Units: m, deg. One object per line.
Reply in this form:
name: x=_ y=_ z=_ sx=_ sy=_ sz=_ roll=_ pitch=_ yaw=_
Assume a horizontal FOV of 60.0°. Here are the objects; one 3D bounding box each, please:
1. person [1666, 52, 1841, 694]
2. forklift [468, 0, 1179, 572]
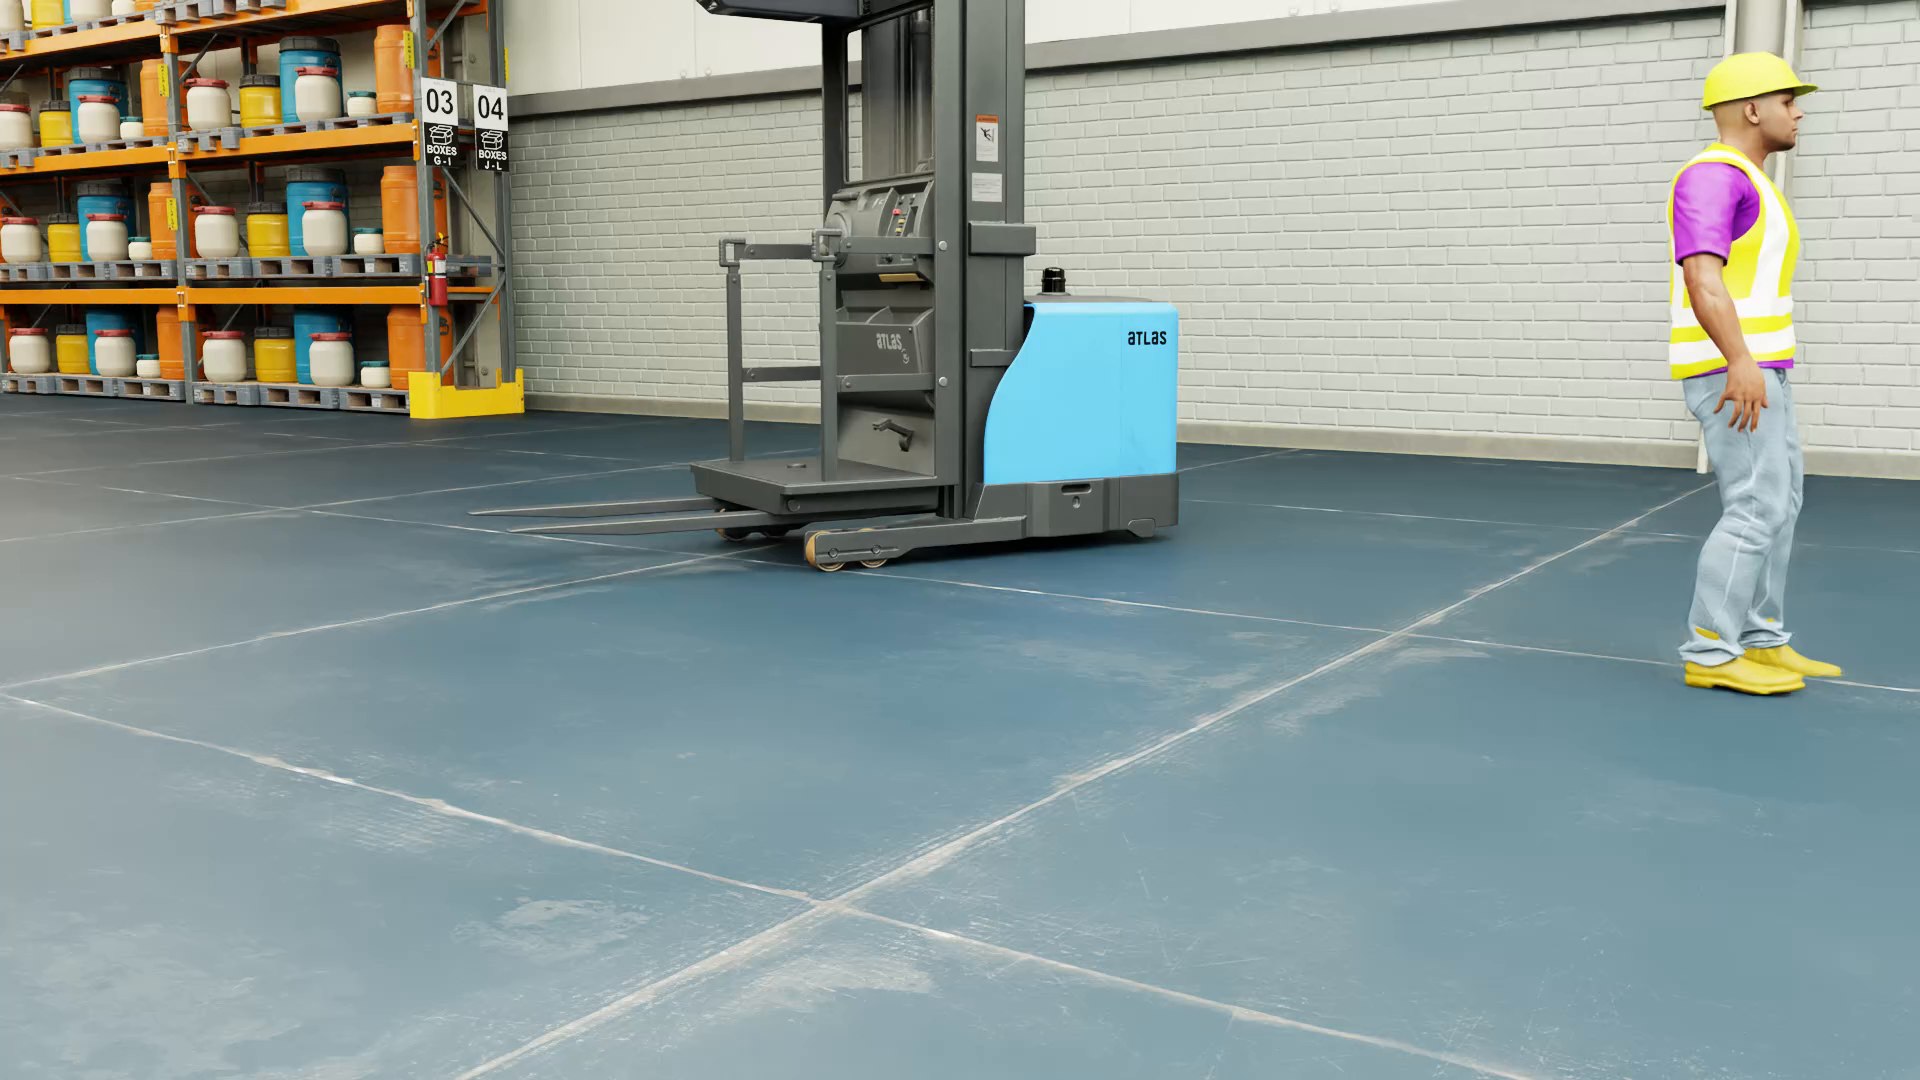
person: x=2.252 y=-0.462 z=4.682 sx=0.508 sy=1.784 sz=0.659 roll=5 pitch=9 yaw=31
forklift: x=-0.539 y=-1.408 z=7.095 sx=3.031 sy=2.935 sz=1.130 roll=-5 pitch=9 yaw=-29
